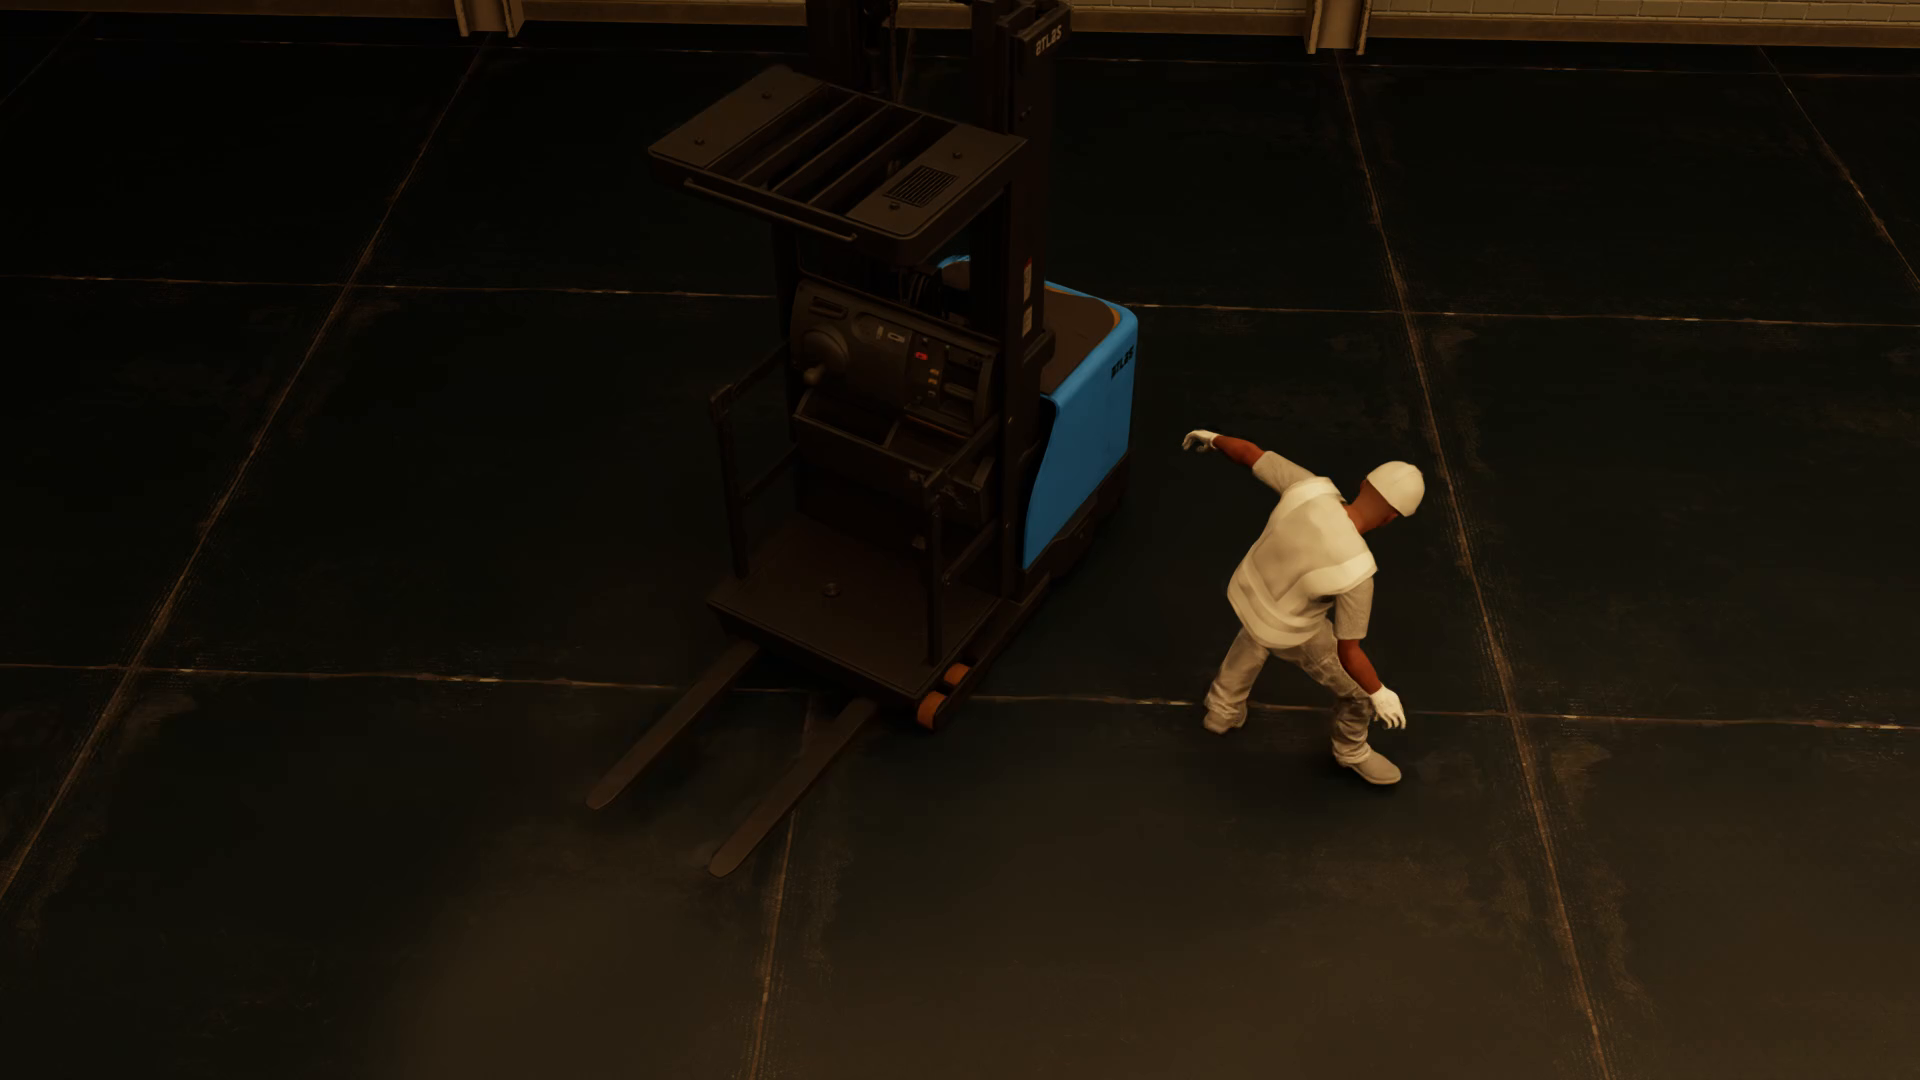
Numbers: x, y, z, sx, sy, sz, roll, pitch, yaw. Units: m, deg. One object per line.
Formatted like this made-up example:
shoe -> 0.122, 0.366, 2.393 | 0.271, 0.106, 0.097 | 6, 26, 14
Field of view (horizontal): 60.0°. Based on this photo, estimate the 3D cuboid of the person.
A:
person -> 1.312, 0.228, 6.536 | 0.714, 1.542, 1.241 | -13, 44, -14

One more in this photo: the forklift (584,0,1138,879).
forklift -> -0.385, -0.641, 6.445 | 1.130, 2.935, 3.031 | 23, 47, 23
